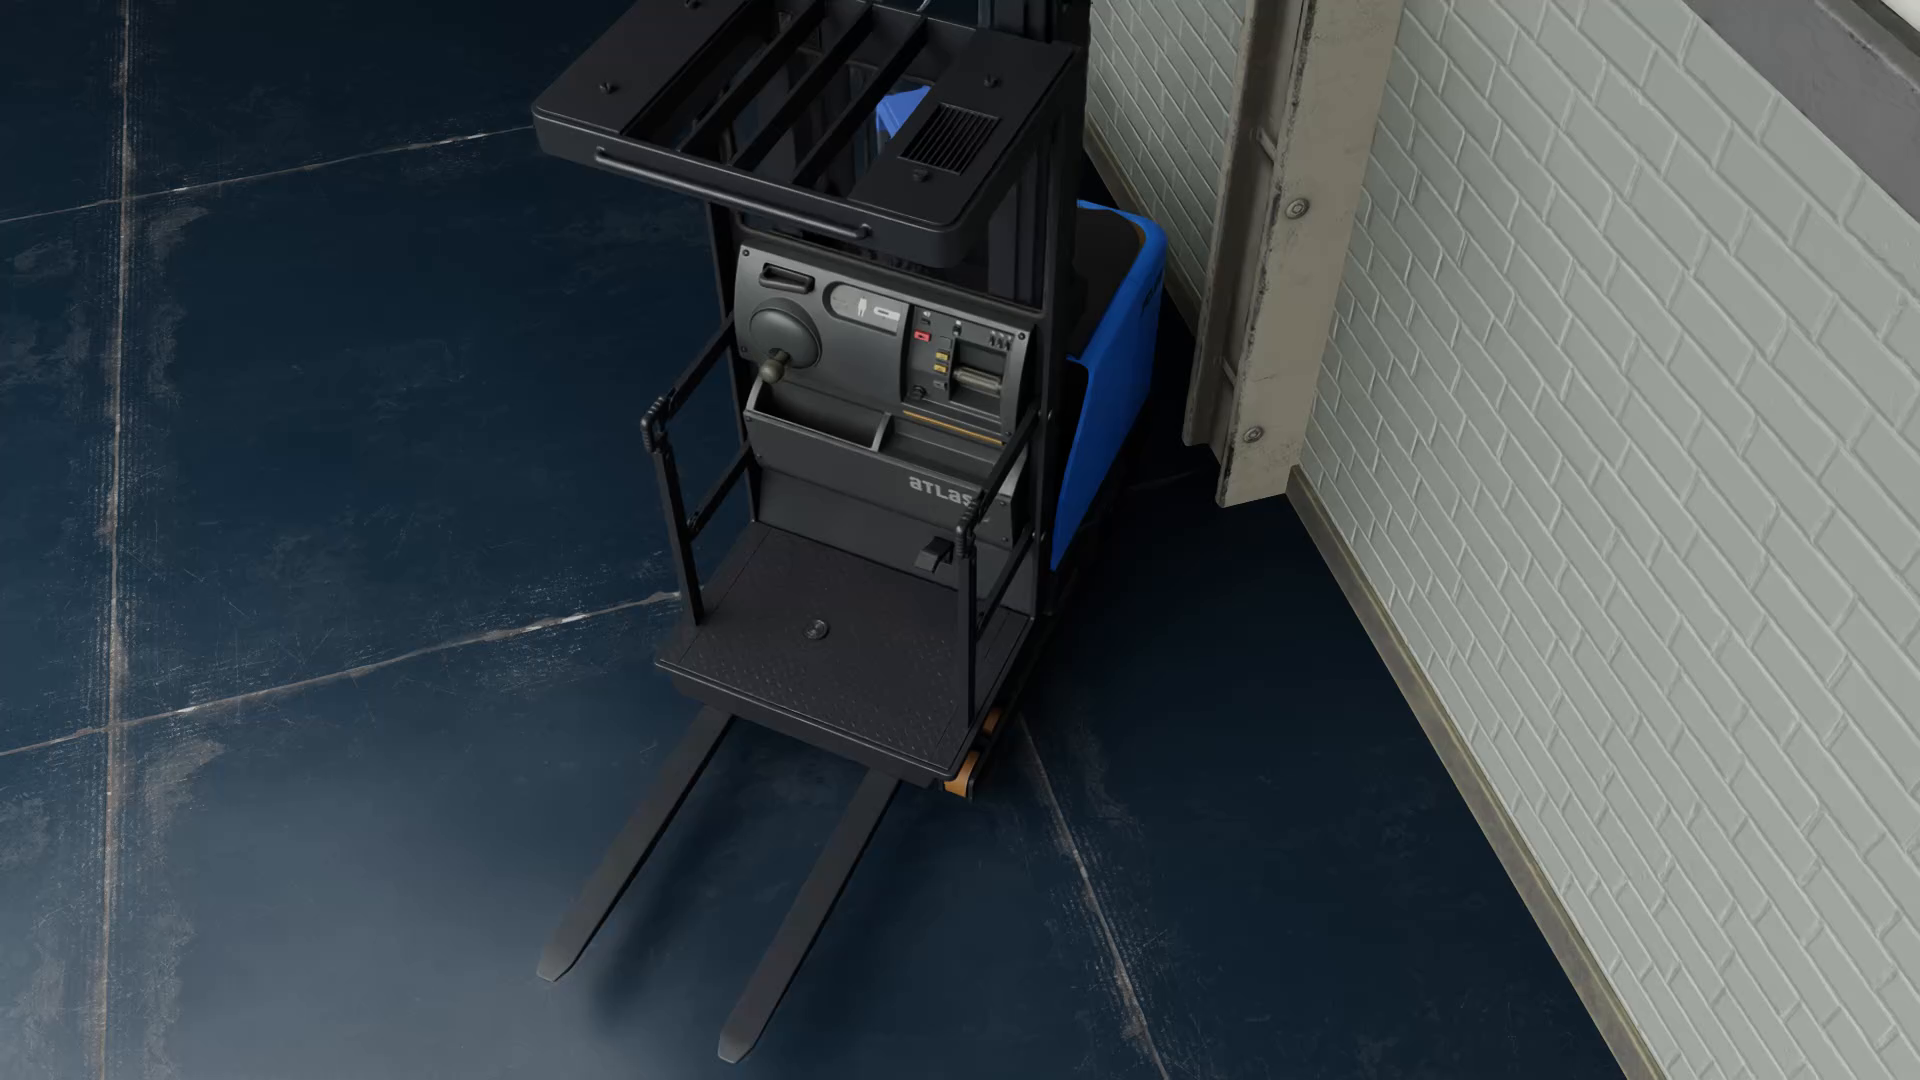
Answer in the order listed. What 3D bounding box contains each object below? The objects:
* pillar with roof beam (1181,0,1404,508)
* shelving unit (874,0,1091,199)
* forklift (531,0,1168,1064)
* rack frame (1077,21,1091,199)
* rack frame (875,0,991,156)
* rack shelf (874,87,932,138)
[{"bbox_3d":[-3.031,-2.228,2.243,9.100,9.000,0.400,-13,51,-11],"label":"pillar with roof beam"},{"bbox_3d":[0.051,-1.638,6.650,0.538,1.500,1.048,-15,51,-12],"label":"shelving unit"},{"bbox_3d":[-0.324,-0.477,4.735,1.130,2.935,3.031,19,52,15],"label":"forklift"},{"bbox_3d":[0.217,-1.270,6.340,0.500,1.500,0.032,-15,51,-12],"label":"rack frame"},{"bbox_3d":[-0.114,-2.005,6.960,0.500,1.500,0.032,-15,51,-12],"label":"rack frame"},{"bbox_3d":[0.051,-1.522,6.787,0.538,0.185,1.000,-15,51,-12],"label":"rack shelf"}]
